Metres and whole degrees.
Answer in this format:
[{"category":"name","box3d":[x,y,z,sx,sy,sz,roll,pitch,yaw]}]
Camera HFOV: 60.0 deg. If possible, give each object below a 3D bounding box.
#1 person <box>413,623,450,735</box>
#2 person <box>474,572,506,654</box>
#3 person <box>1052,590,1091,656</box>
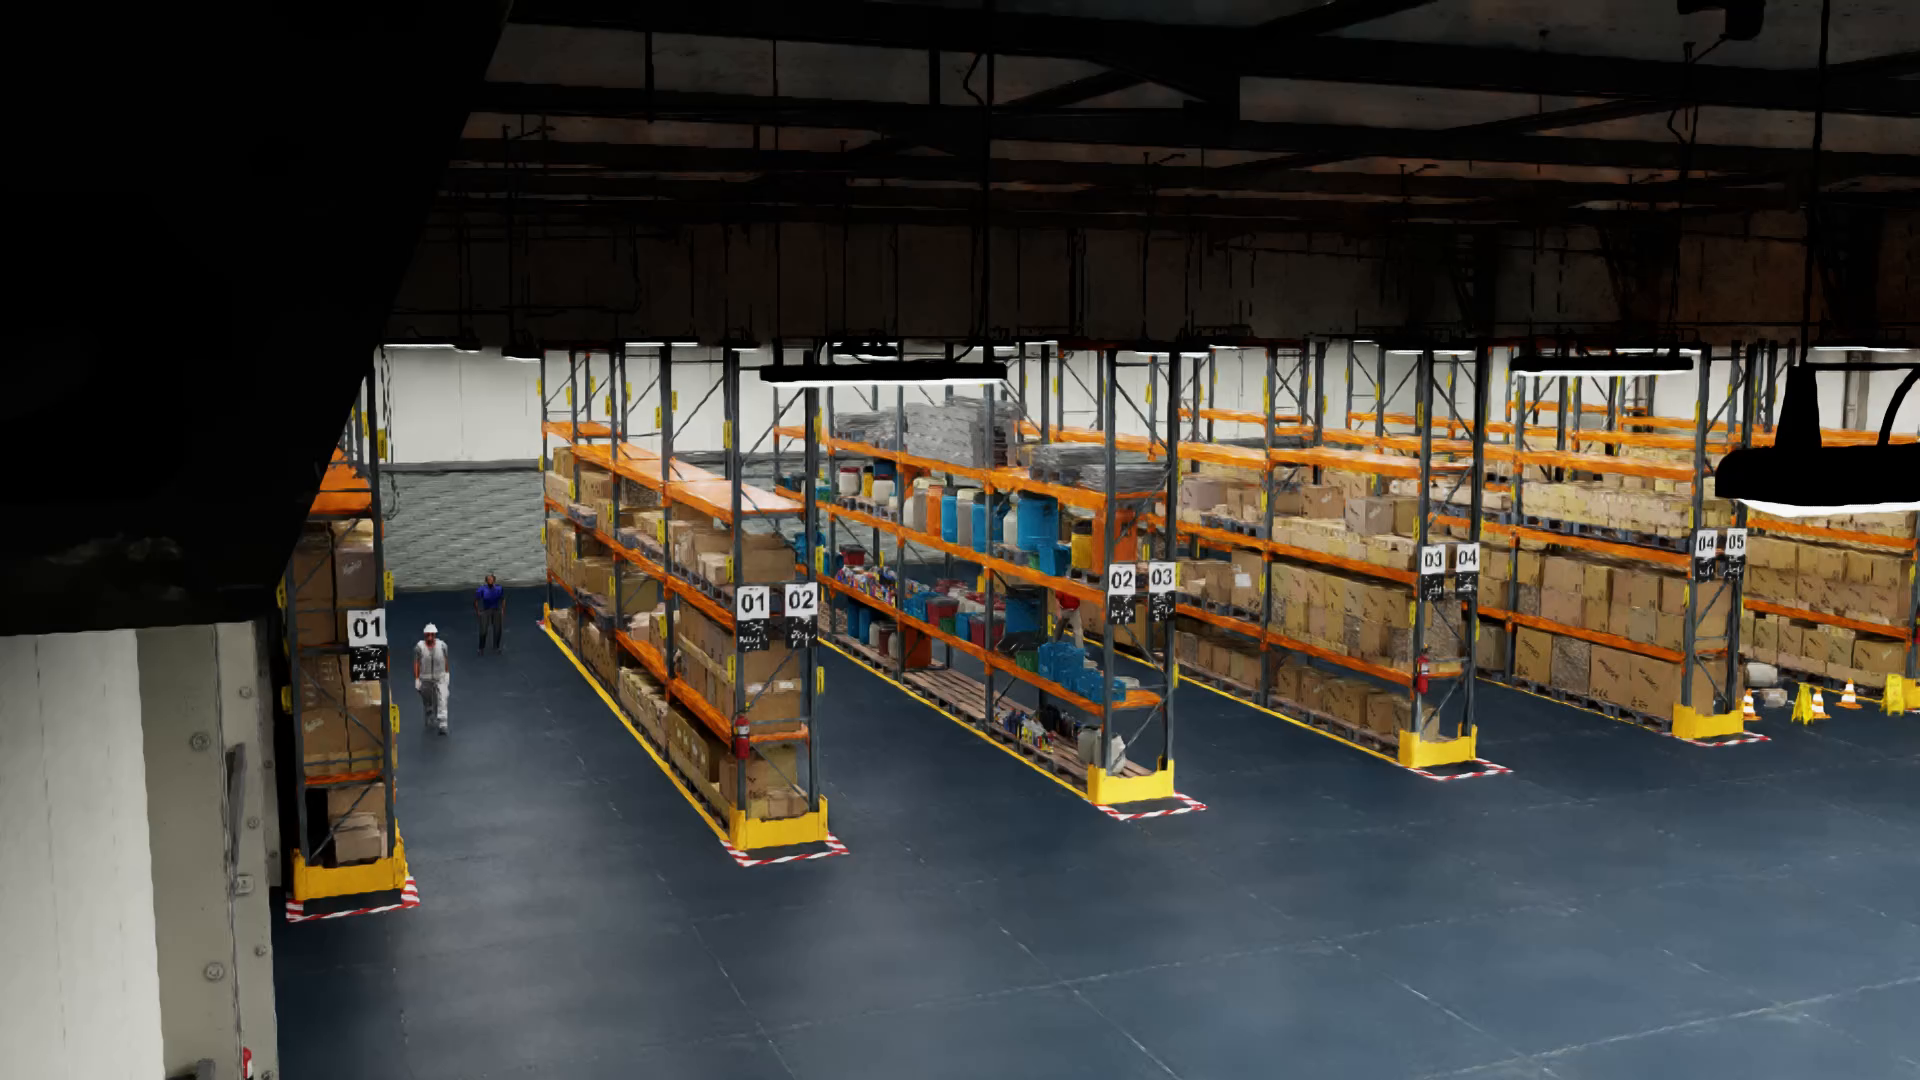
[{"category":"person","box3d":[-8.183,2.117,25.770,0.551,1.693,1.123,-3,8,-20]},{"category":"person","box3d":[-9.016,1.408,31.912,0.592,1.590,0.518,-3,8,-24]},{"category":"person","box3d":[2.074,1.375,31.754,0.542,1.645,1.126,-3,8,-19]}]
